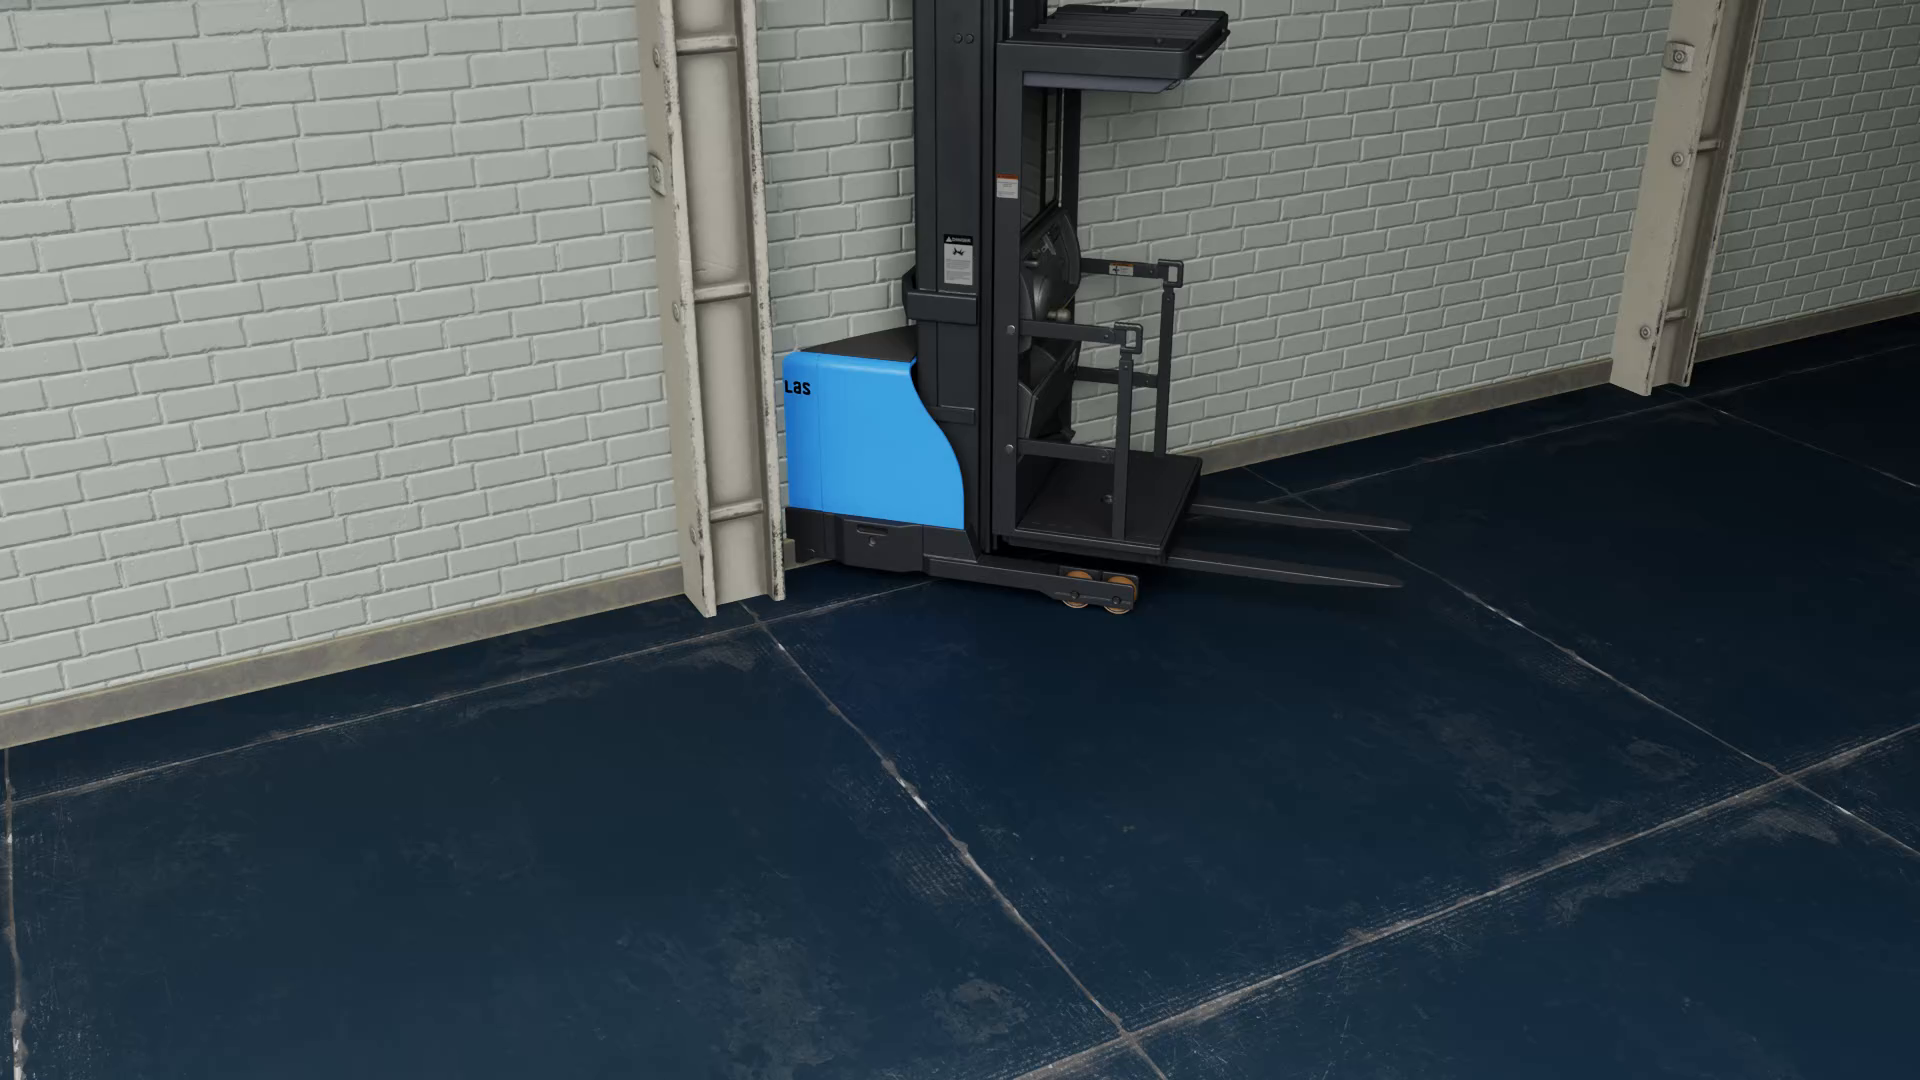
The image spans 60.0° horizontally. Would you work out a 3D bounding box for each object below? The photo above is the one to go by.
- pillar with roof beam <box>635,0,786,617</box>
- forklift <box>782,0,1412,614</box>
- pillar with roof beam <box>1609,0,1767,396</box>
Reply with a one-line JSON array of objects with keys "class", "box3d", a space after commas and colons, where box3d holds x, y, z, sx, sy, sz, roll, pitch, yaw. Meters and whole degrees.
[{"class": "pillar with roof beam", "box3d": [0.977, -2.160, 2.352, 0.400, 9.000, 9.100, -13, 29, -25]}, {"class": "forklift", "box3d": [0.598, -1.243, 7.453, 3.031, 2.935, 1.130, 7, 27, 15]}, {"class": "pillar with roof beam", "box3d": [6.271, -3.382, 4.897, 0.400, 9.000, 9.100, -13, 29, -25]}]
